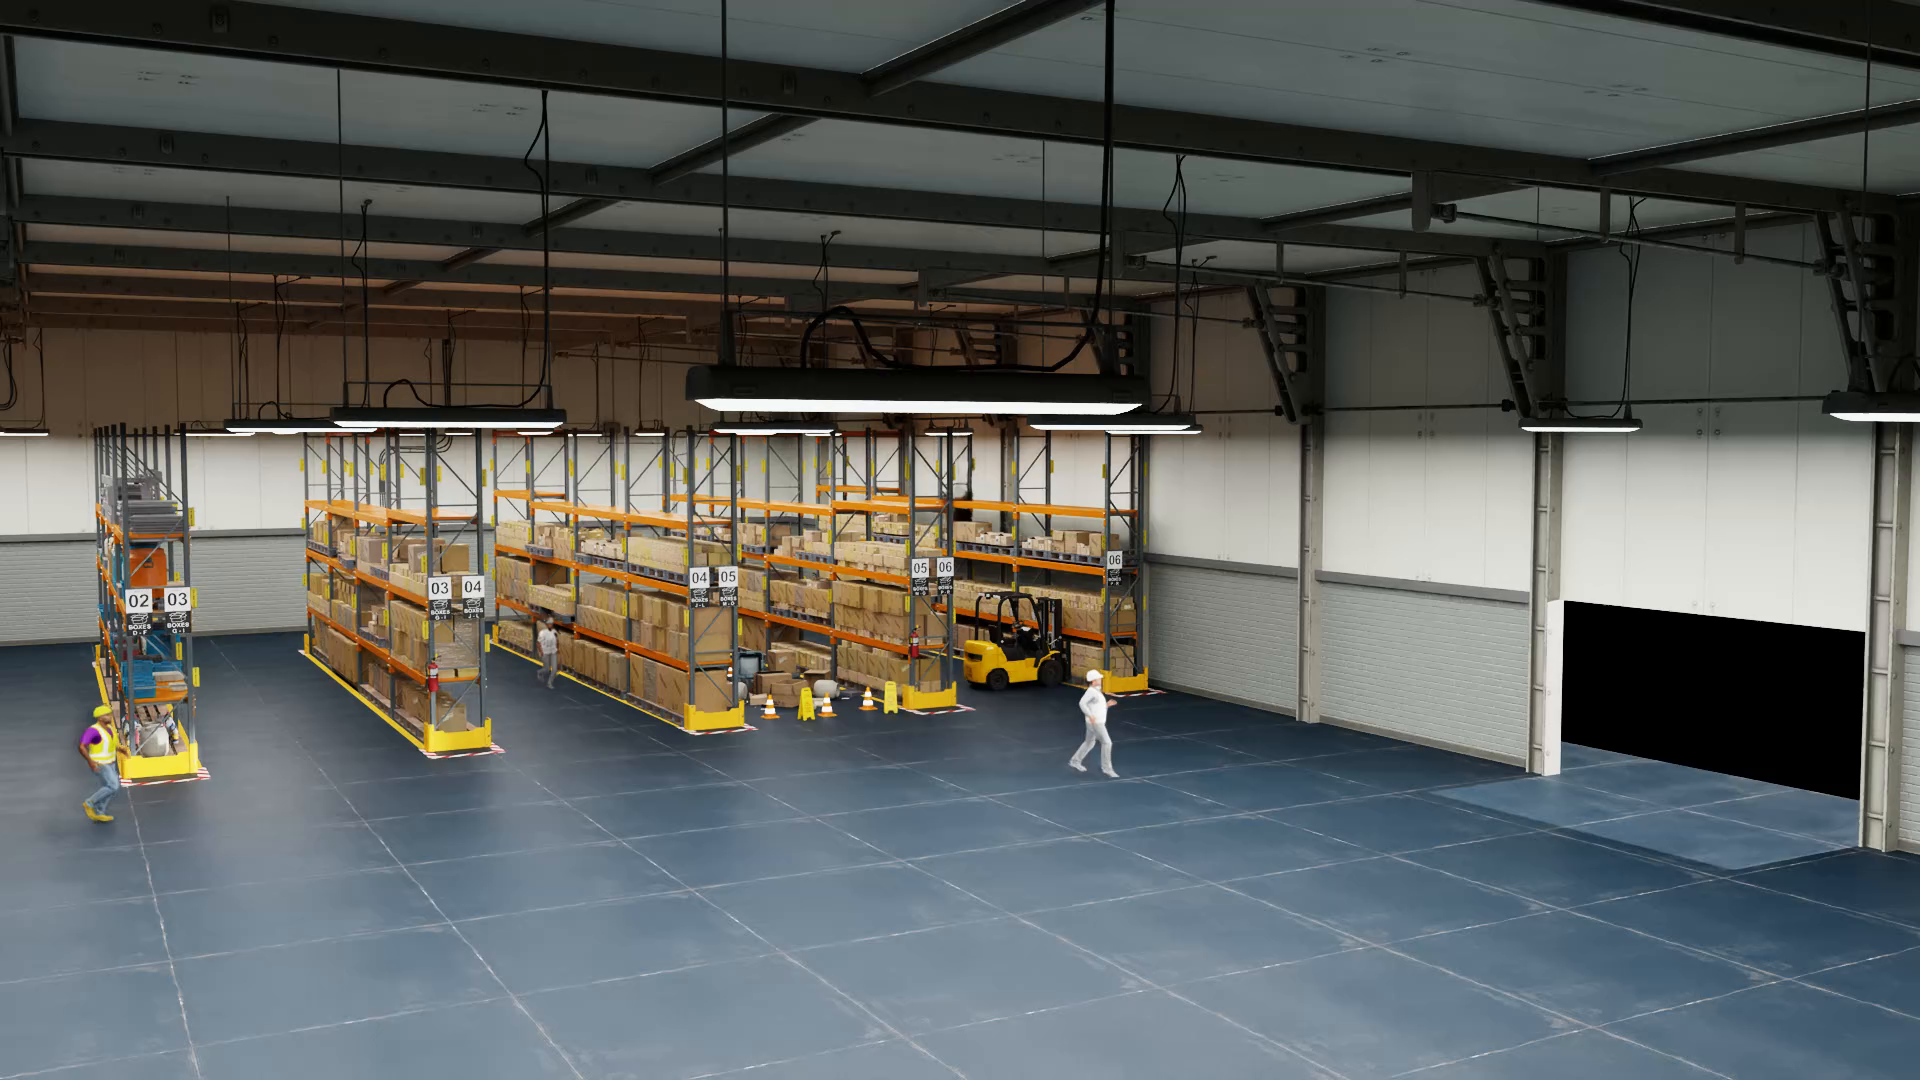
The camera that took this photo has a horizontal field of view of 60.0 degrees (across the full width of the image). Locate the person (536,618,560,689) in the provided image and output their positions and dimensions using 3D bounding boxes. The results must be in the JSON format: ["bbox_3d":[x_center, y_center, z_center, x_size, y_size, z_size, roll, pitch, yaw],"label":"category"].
[{"bbox_3d":[-9.480,2.593,38.261,0.558,1.649,0.592,-3,4,-38],"label":"person"}]

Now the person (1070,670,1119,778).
[{"bbox_3d":[2.279,3.118,28.207,0.825,1.822,0.632,0,3,3],"label":"person"}]

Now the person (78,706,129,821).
[{"bbox_3d":[-12.820,3.346,24.935,0.573,1.728,0.710,0,3,-3],"label":"person"}]
